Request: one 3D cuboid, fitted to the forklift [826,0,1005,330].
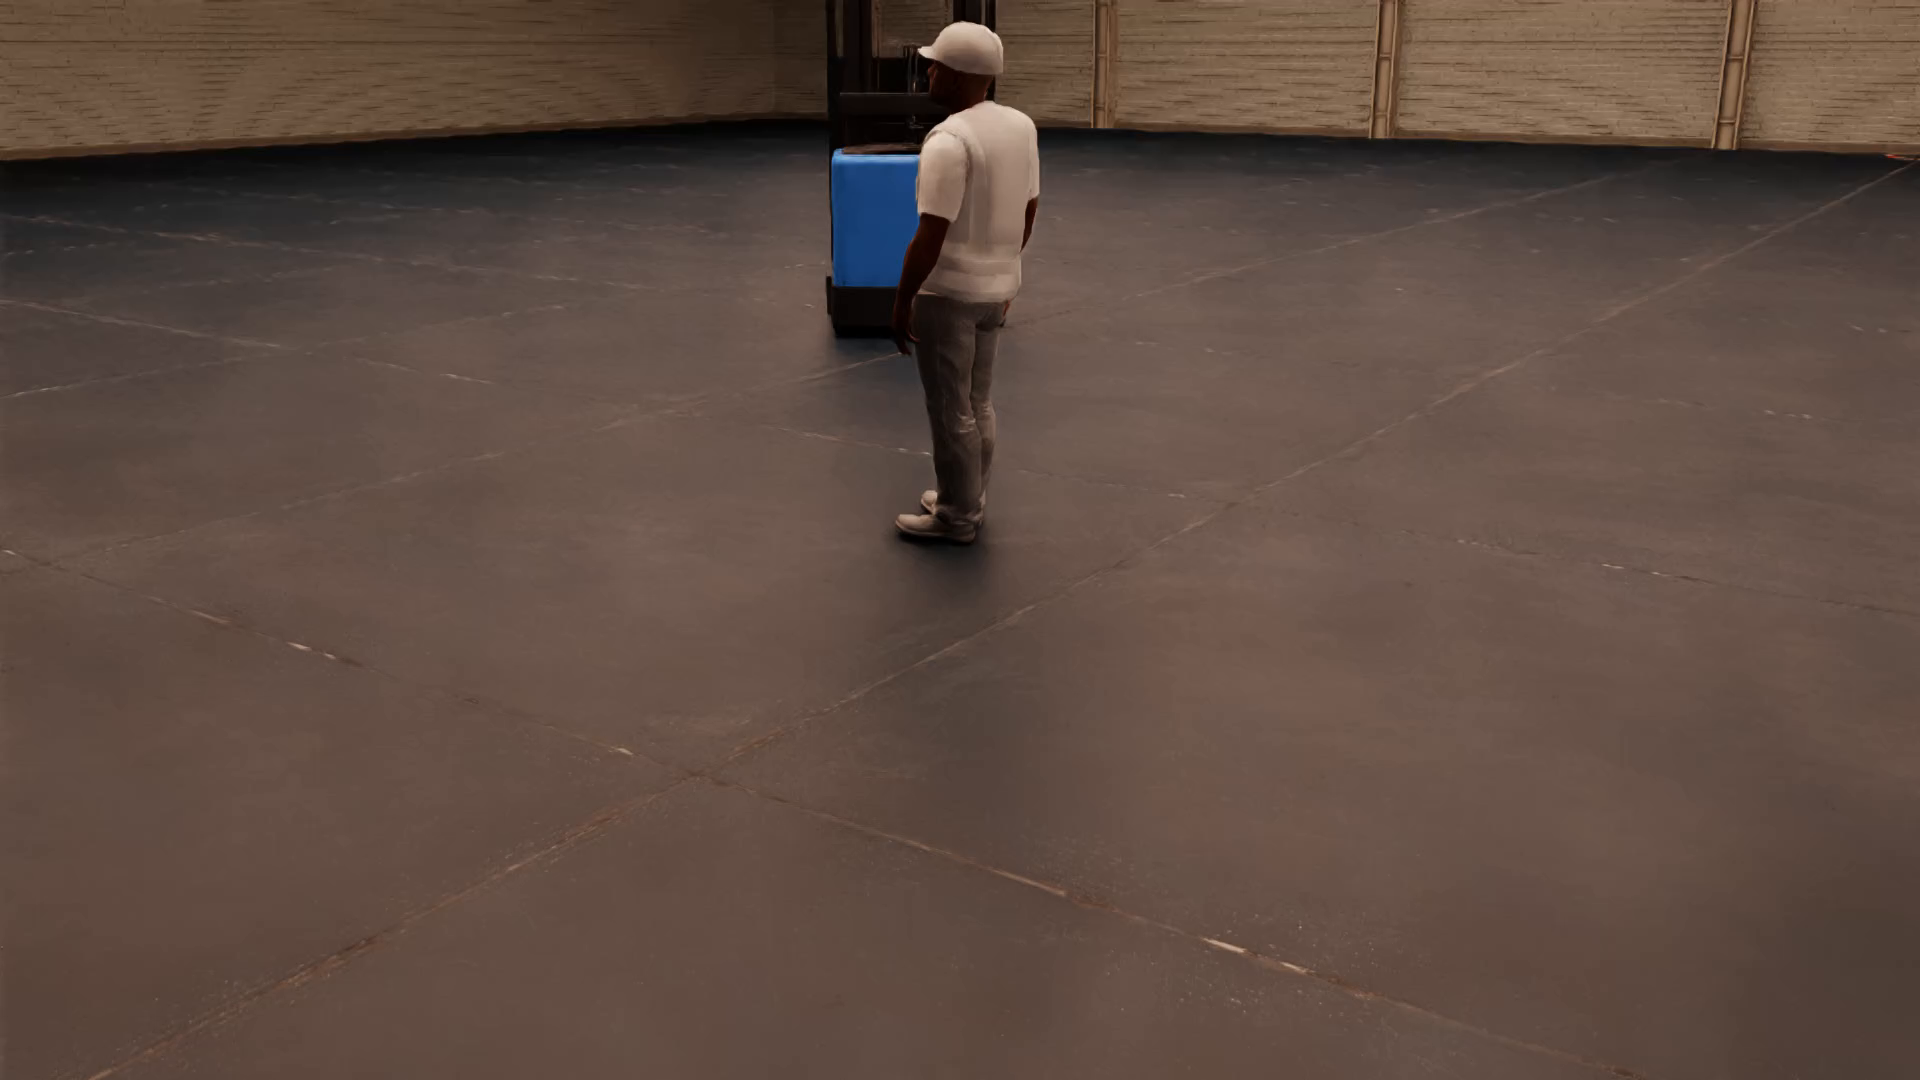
[{"bbox_3d":[-0.334,-3.057,11.057,1.130,2.935,3.031,-1,17,-3],"label":"forklift"}]

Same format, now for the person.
[{"bbox_3d":[-0.054,-0.865,5.736,0.576,1.766,0.665,11,20,33],"label":"person"}]
